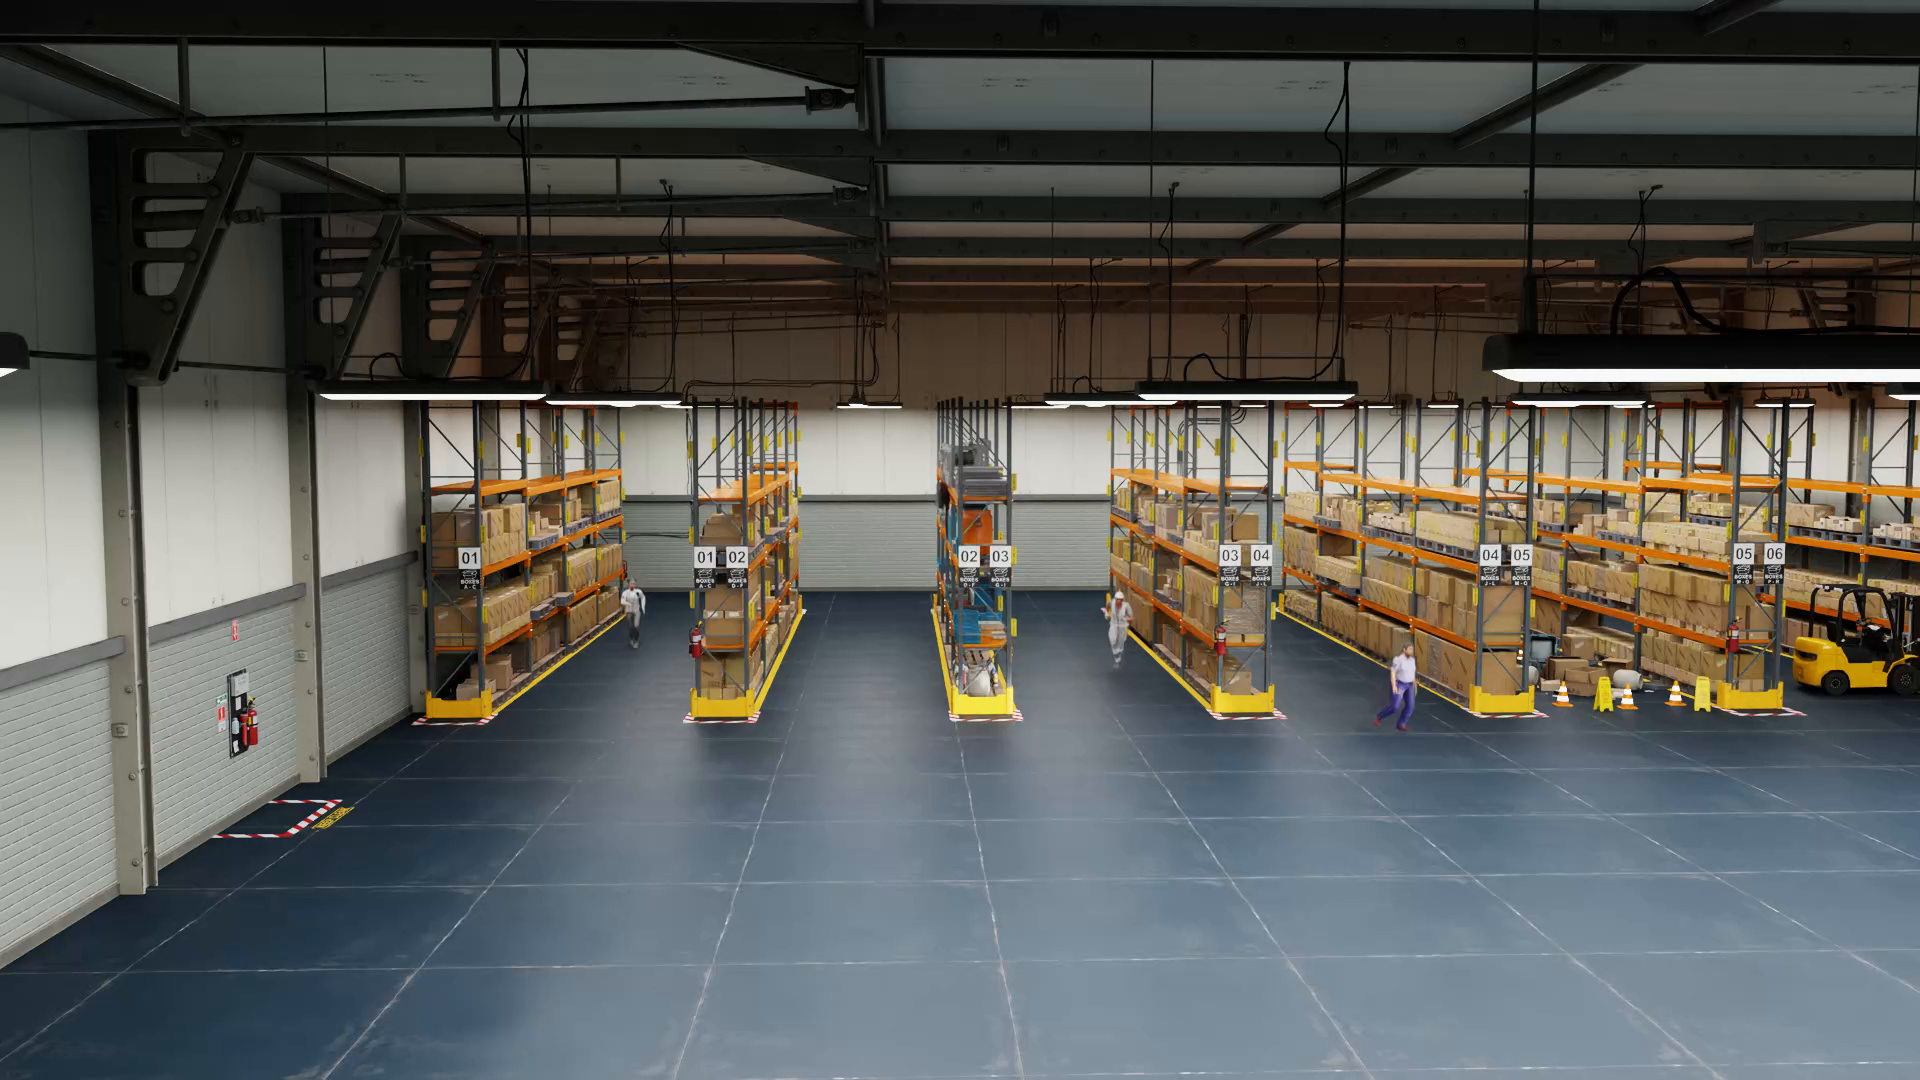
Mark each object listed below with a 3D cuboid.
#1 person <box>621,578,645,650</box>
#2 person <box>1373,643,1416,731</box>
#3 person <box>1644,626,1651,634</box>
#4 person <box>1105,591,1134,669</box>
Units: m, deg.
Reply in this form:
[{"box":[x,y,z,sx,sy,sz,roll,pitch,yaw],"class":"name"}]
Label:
[{"box":[-7.912,1.779,40.212,0.555,1.738,0.812,0,4,-6],"class":"person"},{"box":[7.810,2.621,29.787,0.758,1.582,0.540,-2,5,-24],"class":"person"},{"box":[17.141,1.736,40.713,0.663,1.714,0.912,-1,5,-14],"class":"person"},{"box":[3.406,1.895,35.603,0.670,1.671,1.101,1,4,11],"class":"person"}]
